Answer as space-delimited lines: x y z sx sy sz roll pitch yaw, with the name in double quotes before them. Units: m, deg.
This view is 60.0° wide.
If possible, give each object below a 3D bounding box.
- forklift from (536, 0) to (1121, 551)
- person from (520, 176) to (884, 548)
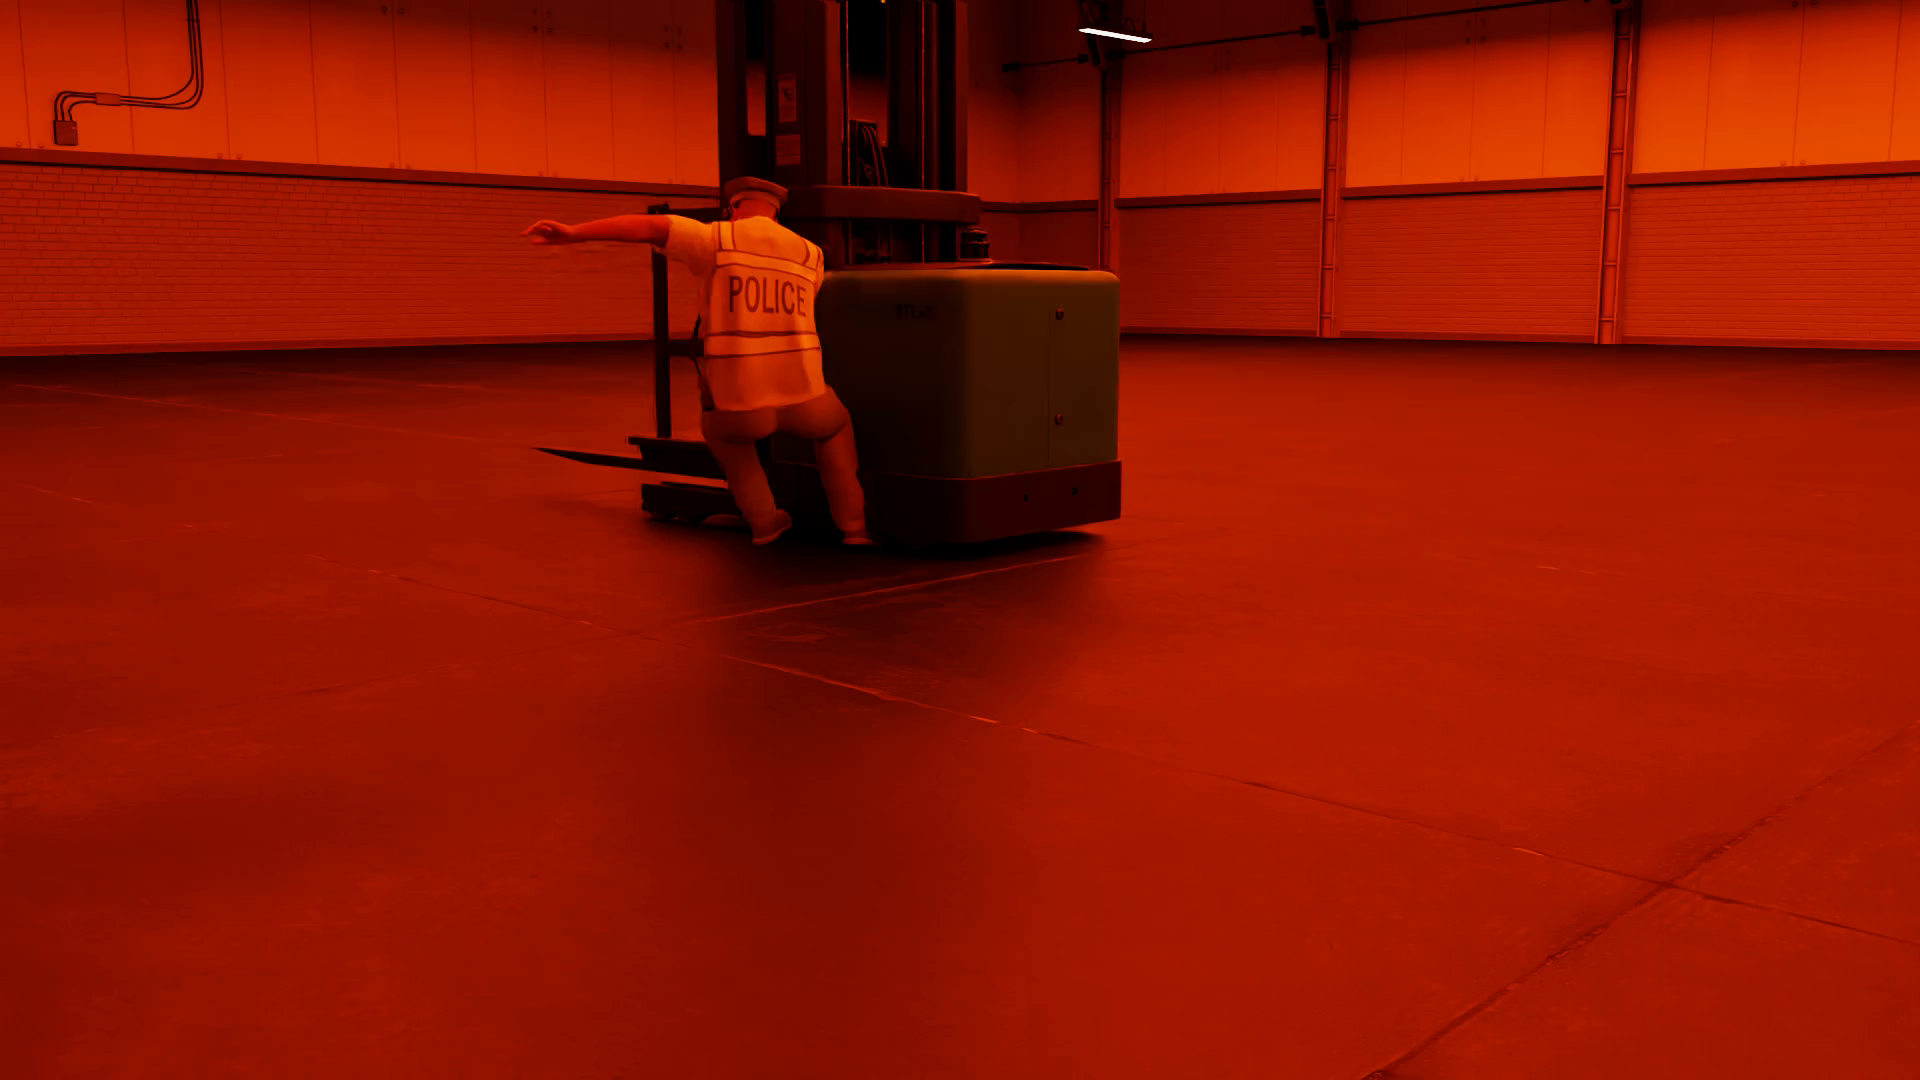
"forklift" -0.763 -1.569 7.291 3.031 2.935 1.130 8 12 42
"person" -0.887 -0.598 6.075 1.415 1.442 0.741 -3 9 -20
